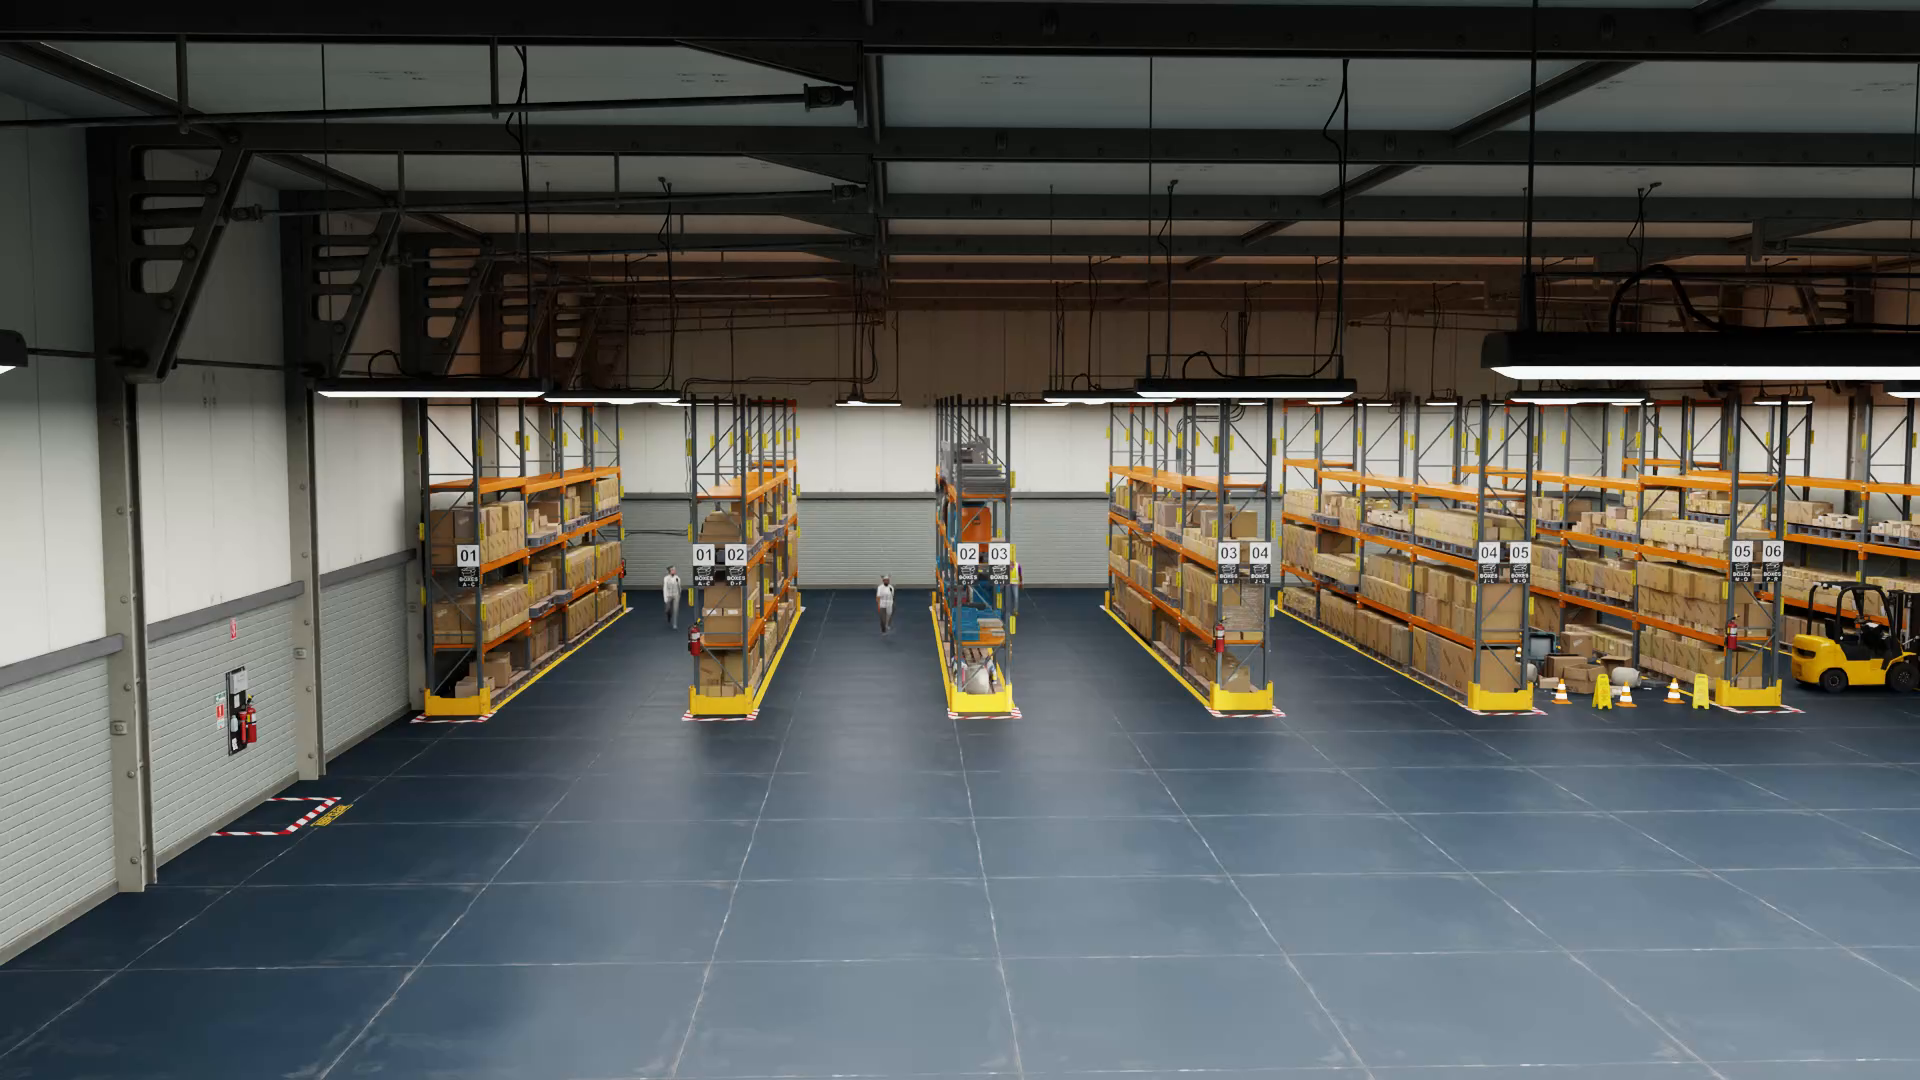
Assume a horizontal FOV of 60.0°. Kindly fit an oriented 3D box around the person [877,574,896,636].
[{"bbox_3d":[-1.828,1.629,41.146,0.458,1.593,0.928,0,5,3],"label":"person"}]

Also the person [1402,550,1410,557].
[{"bbox_3d":[13.768,0.835,51.035,1.051,1.730,0.654,-1,5,-15],"label":"person"}]

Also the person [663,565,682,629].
[{"bbox_3d":[-7.506,1.468,43.425,0.459,1.654,0.707,0,5,-4],"label":"person"}]

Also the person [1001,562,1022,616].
[{"bbox_3d":[1.436,1.218,46.267,0.659,1.713,1.024,-1,5,-7],"label":"person"}]
